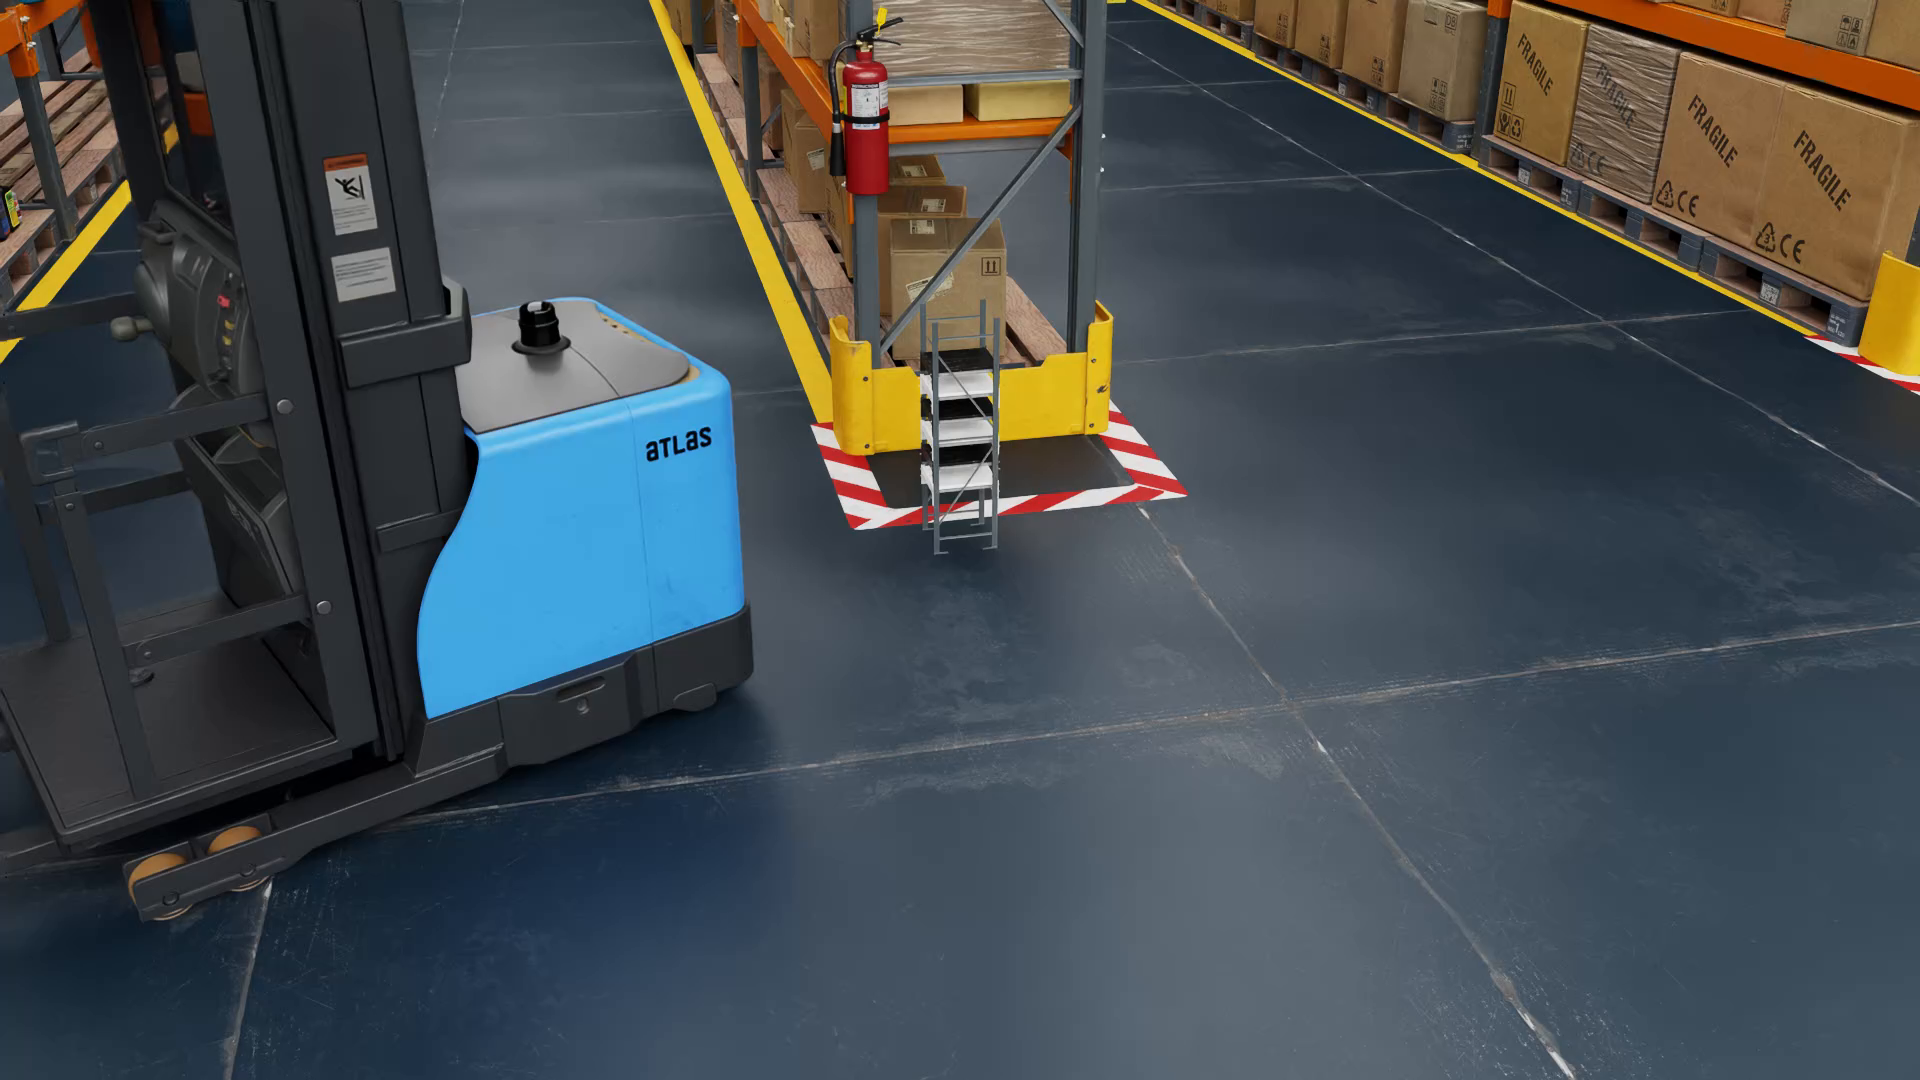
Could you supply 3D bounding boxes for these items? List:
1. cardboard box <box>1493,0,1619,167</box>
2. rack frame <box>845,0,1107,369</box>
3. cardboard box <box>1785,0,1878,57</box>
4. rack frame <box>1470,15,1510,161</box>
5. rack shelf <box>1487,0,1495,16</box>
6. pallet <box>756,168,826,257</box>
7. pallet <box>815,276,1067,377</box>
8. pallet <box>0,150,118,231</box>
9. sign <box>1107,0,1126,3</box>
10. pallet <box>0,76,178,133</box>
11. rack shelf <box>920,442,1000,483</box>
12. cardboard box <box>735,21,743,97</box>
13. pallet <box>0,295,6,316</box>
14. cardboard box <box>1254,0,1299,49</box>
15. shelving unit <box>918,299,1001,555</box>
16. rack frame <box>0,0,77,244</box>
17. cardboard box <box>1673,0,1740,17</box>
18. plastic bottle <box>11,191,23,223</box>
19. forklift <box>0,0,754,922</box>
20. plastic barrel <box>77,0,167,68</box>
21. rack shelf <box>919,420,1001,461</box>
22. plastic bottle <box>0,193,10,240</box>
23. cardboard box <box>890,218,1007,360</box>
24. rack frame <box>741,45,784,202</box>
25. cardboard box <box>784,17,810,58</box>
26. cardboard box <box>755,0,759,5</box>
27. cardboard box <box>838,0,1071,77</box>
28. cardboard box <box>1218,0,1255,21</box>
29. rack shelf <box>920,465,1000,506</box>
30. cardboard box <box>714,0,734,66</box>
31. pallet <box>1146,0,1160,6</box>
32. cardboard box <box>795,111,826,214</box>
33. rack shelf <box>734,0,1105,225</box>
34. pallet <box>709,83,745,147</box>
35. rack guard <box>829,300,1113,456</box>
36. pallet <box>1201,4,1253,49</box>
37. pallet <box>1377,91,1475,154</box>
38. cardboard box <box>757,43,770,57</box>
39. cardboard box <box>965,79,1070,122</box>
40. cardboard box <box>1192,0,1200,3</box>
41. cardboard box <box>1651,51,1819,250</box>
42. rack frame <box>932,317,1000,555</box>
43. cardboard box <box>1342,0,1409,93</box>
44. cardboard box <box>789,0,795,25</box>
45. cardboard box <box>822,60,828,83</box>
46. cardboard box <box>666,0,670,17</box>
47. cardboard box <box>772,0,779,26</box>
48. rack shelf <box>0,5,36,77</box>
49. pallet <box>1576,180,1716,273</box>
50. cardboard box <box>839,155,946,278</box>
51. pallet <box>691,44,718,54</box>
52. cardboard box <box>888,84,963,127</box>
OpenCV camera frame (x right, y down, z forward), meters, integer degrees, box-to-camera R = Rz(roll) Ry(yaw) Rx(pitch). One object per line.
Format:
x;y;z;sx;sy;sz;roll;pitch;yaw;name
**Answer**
4.093;-2.958;10.673;0.875;0.875;0.875;-6;27;-11;cardboard box
0.066;-1.787;6.461;1.000;3.000;0.127;-6;27;-12;rack frame
4.648;-2.711;8.125;0.875;0.550;0.550;-6;27;-12;cardboard box
4.019;-4.002;10.850;1.000;3.000;0.127;-6;27;-12;rack frame
3.569;-4.559;12.752;1.077;0.370;4.000;-6;27;-12;rack shelf
-0.650;-2.007;9.992;1.003;0.211;1.213;-6;27;-12;pallet
-0.100;-0.936;7.869;1.003;0.211;1.213;-6;27;-12;pallet
-5.876;-2.136;10.247;1.003;0.211;1.213;-6;27;-12;pallet
0.594;-2.229;6.376;0.100;0.325;0.005;-6;27;-12;sign
-6.426;-3.207;12.370;1.003;0.211;1.213;-6;27;-12;pallet
-0.002;-0.295;6.110;0.258;0.077;0.200;-6;27;-12;rack shelf
-1.295;-3.597;12.333;0.700;0.500;0.500;-4;27;-7;cardboard box
-5.272;-0.959;7.916;1.003;0.211;1.213;-6;27;-12;pallet
3.168;-4.665;14.194;1.050;0.750;0.750;-6;27;-12;cardboard box
-0.002;-0.405;6.054;0.258;0.900;0.210;-6;27;-12;shelving unit
-5.661;-3.040;8.944;1.000;3.000;0.127;-6;27;-12;rack frame
4.484;-3.198;9.090;0.875;0.550;0.500;-6;27;-12;cardboard box
-5.276;-1.859;9.222;0.097;0.201;0.097;0;27;0;plastic bottle
-2.134;-0.596;4.179;3.031;2.935;1.130;-19;32;-33;forklift
-6.690;-4.228;13.239;0.600;0.830;0.708;-6;27;-12;plastic barrel
-0.002;-0.376;6.069;0.258;0.077;0.200;-6;27;-12;rack shelf
-5.235;-1.800;8.939;0.144;0.351;0.185;-7;28;-13;plastic bottle
-0.059;-1.134;7.476;0.500;0.500;0.500;-1;27;-2;cardboard box
-0.836;-3.543;9.940;1.000;3.000;0.127;-6;27;-12;rack frame
-0.640;-2.427;8.008;0.380;0.149;0.250;-6;27;-12;cardboard box
-0.953;-3.088;9.318;0.380;0.149;0.250;-6;27;-12;cardboard box
-0.031;-2.209;6.856;0.875;0.500;0.500;-6;27;-12;cardboard box
2.715;-5.092;15.318;0.500;0.500;0.500;-6;27;-12;cardboard box
-0.002;-0.215;6.150;0.258;0.077;0.200;-6;27;-12;rack shelf
-1.567;-4.087;13.305;0.700;0.500;0.500;-7;28;-14;cardboard box
2.393;-5.928;17.760;1.003;0.211;1.213;-6;27;-12;pallet
-0.648;-2.184;9.556;0.500;0.500;0.500;2;27;5;cardboard box
-0.385;-2.344;8.363;1.077;0.370;4.000;-6;27;-12;rack shelf
-1.291;-3.176;12.309;1.003;0.211;1.213;-6;27;-12;pallet
0.049;-0.704;7.091;1.175;0.500;0.348;-6;27;-12;rack guard
2.943;-4.857;15.638;1.003;0.211;1.213;-6;27;-12;pallet
3.772;-3.088;12.135;1.003;0.211;1.213;-6;27;-12;pallet
-1.042;-3.106;11.361;0.700;0.500;0.500;-6;27;-12;cardboard box
0.234;-1.824;6.814;0.380;0.149;0.250;-6;27;-12;cardboard box
2.467;-5.551;16.227;0.500;0.500;0.500;-7;28;-14;cardboard box
4.503;-2.162;9.097;0.875;0.875;0.875;-6;27;-12;cardboard box
0.021;-0.361;5.966;0.240;0.900;0.006;-6;27;-12;rack frame
3.578;-3.873;12.624;1.050;0.750;0.750;-6;27;-12;cardboard box
-0.332;-2.640;7.710;0.875;0.500;0.500;-6;27;-12;cardboard box
-0.403;-2.105;7.369;0.380;0.149;0.250;-6;27;-12;cardboard box
-2.066;-5.235;15.185;1.225;0.875;0.875;-6;27;-11;cardboard box
-0.775;-2.760;8.667;0.380;0.149;0.250;-6;27;-12;cardboard box
-5.211;-1.841;7.366;1.077;0.370;4.000;-6;27;-12;rack shelf
4.393;-1.879;9.738;1.003;0.211;1.213;-6;27;-12;pallet
-0.349;-1.670;8.538;0.500;0.500;0.500;-3;27;-7;cardboard box
-1.841;-4.408;14.749;1.003;0.211;1.213;-6;27;-12;pallet
-0.200;-1.779;6.724;0.380;0.149;0.250;-6;27;-12;cardboard box
